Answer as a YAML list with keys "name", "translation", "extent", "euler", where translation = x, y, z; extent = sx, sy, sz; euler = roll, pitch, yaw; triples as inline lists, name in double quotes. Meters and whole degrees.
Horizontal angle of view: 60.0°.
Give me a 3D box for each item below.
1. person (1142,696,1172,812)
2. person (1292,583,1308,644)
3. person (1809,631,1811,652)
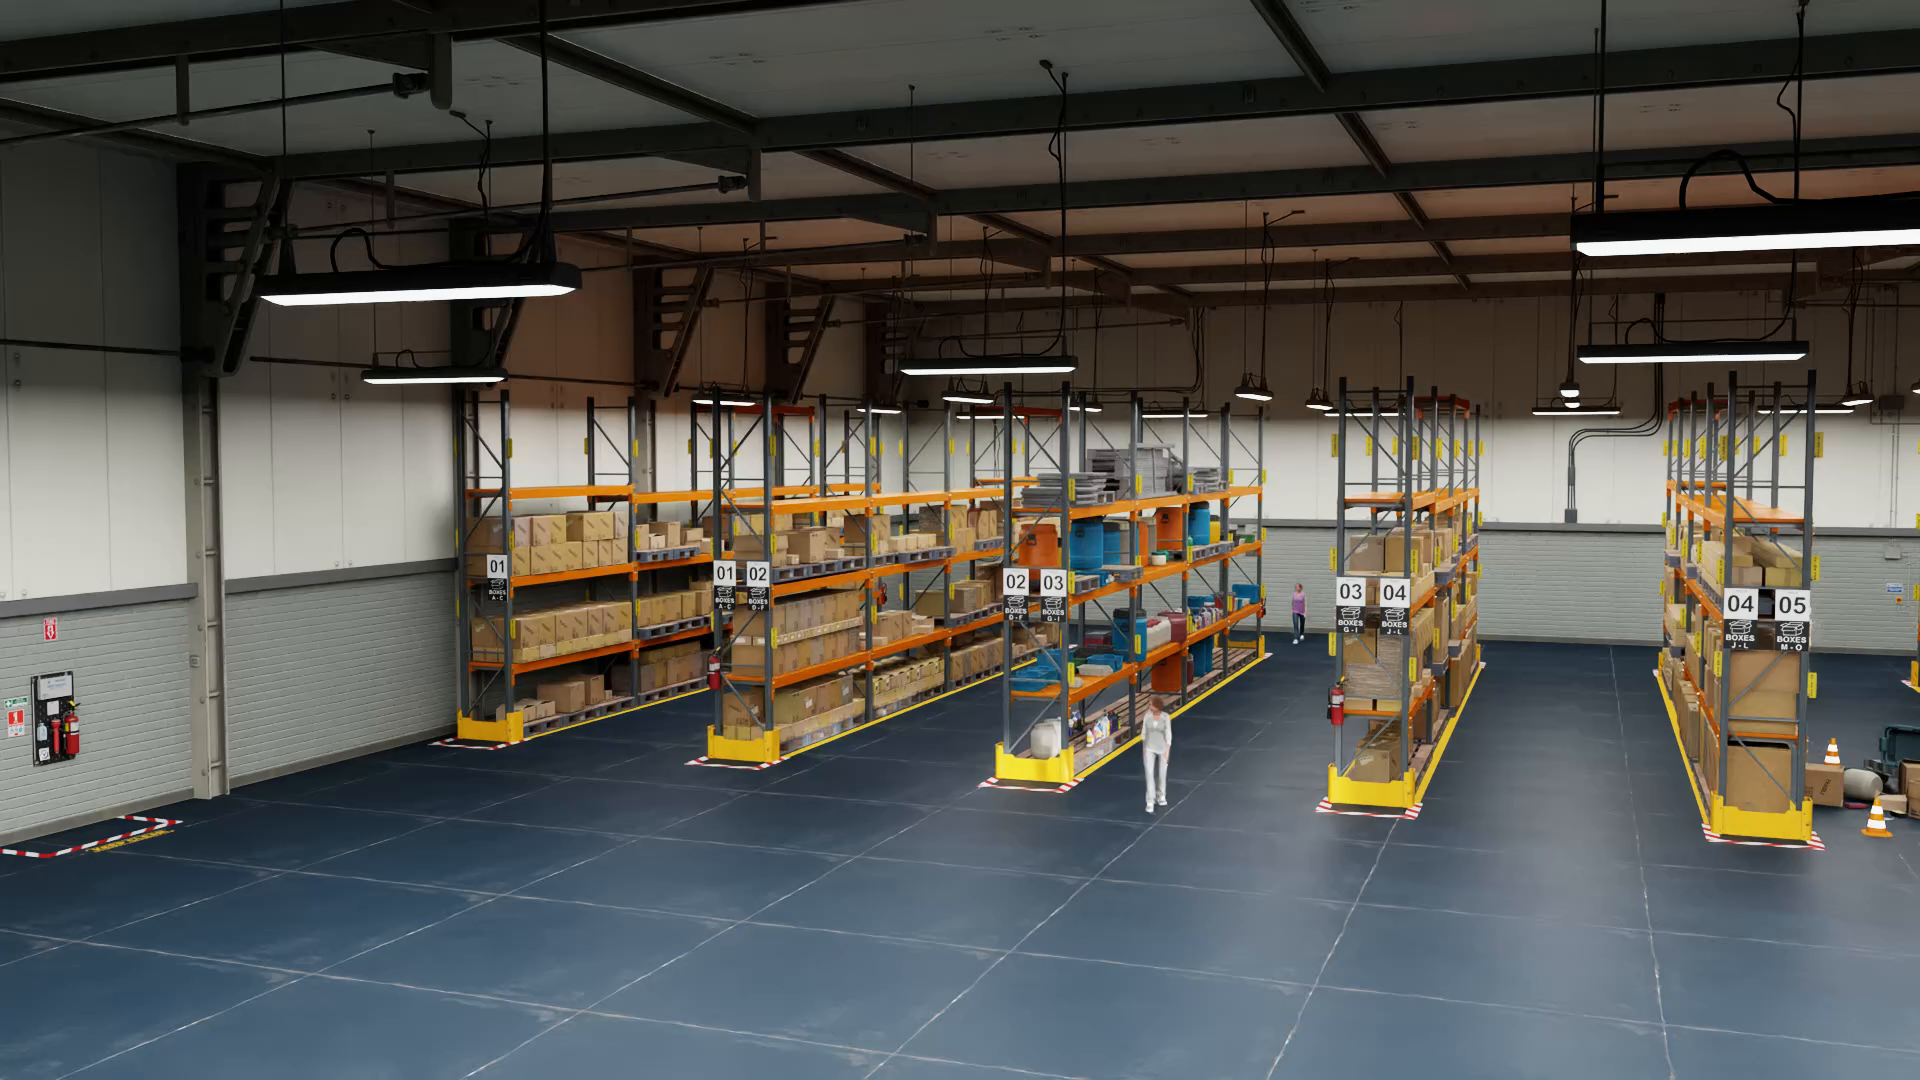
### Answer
- name: "person"
  translation: [2.714, 2.942, 22.968]
  extent: [0.434, 1.549, 0.892]
  euler: [1, 3, 12]
- name: "person"
  translation: [8.727, 1.865, 42.694]
  extent: [0.399, 1.536, 1.009]
  euler: [1, 3, 12]
- name: "person"
  translation: [17.476, 2.201, 34.567]
  extent: [0.528, 1.752, 0.554]
  euler: [0, 3, -3]
